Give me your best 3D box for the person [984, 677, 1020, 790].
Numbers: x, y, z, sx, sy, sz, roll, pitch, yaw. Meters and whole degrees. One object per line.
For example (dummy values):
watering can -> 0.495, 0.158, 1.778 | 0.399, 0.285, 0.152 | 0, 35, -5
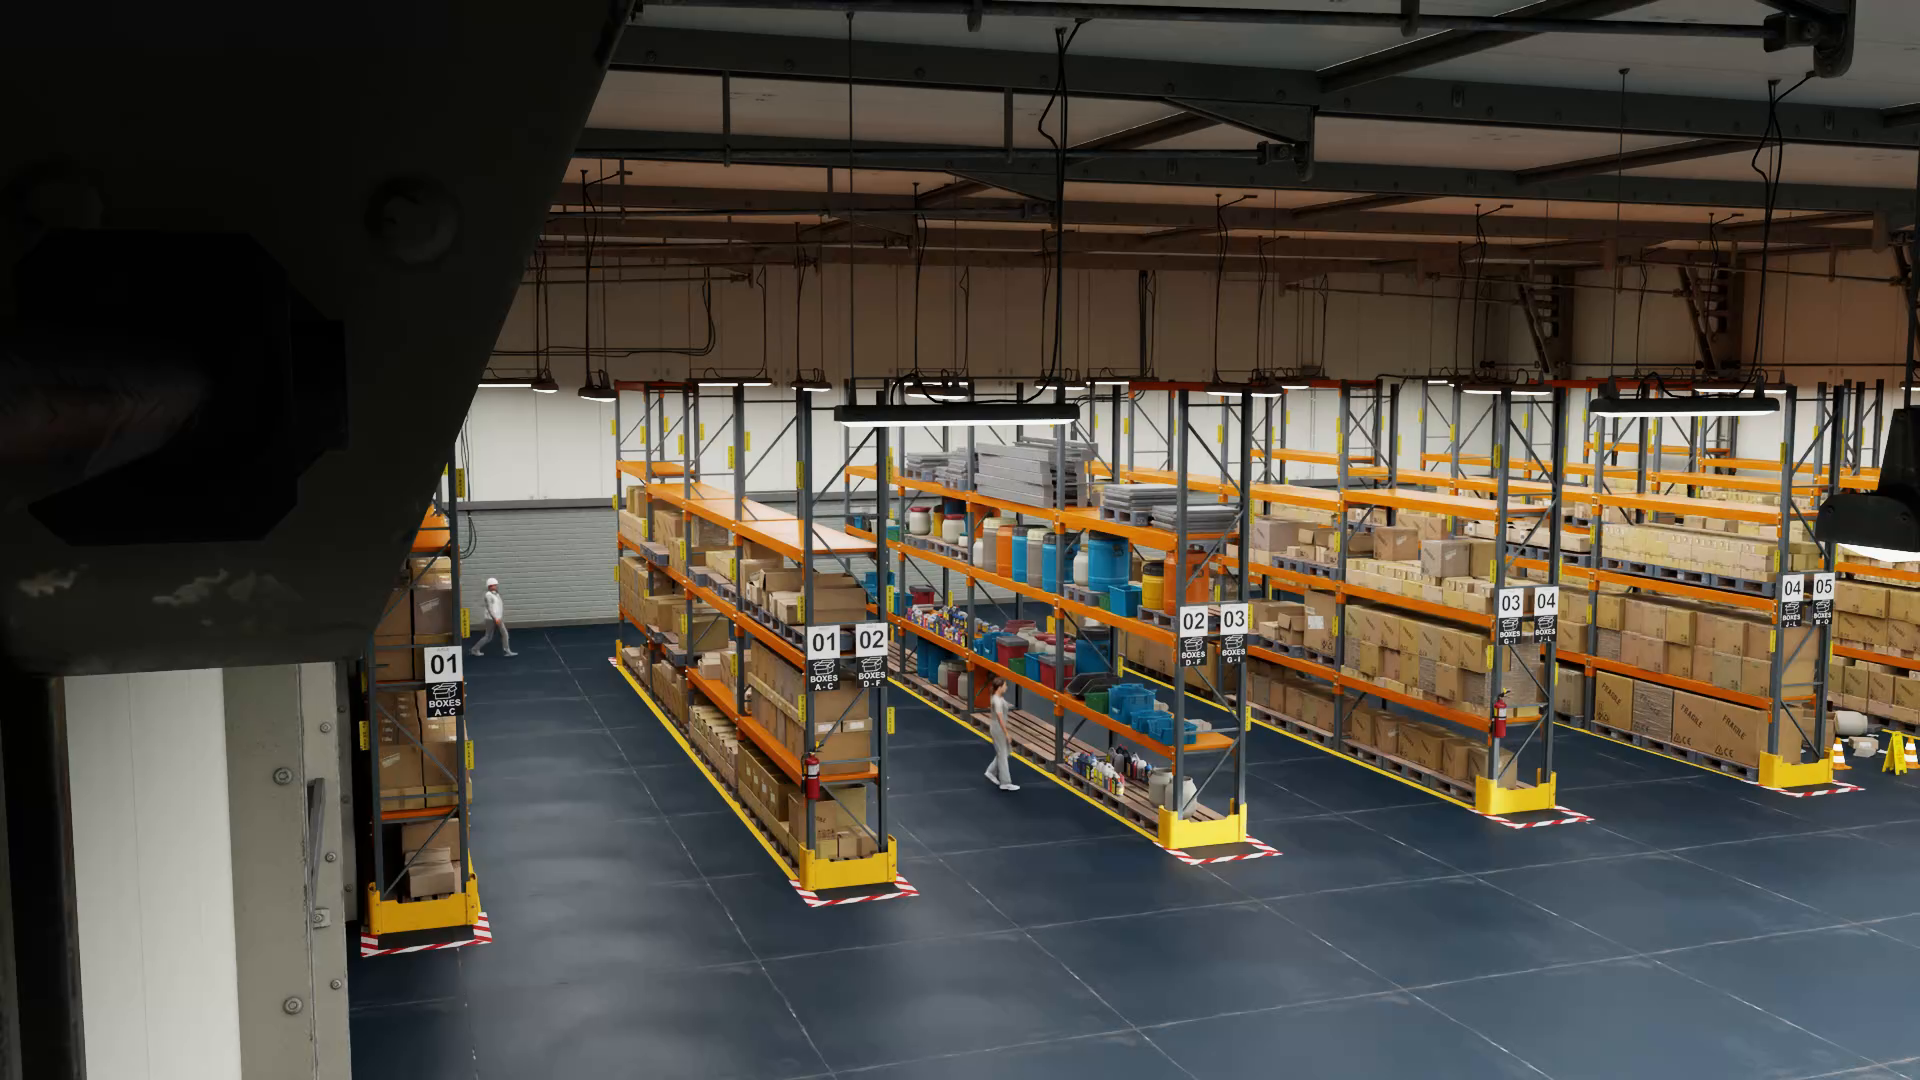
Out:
person -> 0.626, 2.871, 24.849 | 0.533, 1.674, 0.569 | 0, 6, 0

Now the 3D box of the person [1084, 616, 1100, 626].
person -> 2.587, 1.986, 32.808 | 0.513, 1.809, 0.623 | 3, 7, 24

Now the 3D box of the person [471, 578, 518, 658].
person -> -10.061, 1.688, 35.875 | 0.967, 1.738, 0.575 | 0, 6, -1

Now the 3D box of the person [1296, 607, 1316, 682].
person -> 6.689, 2.074, 32.095 | 0.449, 1.787, 0.679 | -5, 8, -42
